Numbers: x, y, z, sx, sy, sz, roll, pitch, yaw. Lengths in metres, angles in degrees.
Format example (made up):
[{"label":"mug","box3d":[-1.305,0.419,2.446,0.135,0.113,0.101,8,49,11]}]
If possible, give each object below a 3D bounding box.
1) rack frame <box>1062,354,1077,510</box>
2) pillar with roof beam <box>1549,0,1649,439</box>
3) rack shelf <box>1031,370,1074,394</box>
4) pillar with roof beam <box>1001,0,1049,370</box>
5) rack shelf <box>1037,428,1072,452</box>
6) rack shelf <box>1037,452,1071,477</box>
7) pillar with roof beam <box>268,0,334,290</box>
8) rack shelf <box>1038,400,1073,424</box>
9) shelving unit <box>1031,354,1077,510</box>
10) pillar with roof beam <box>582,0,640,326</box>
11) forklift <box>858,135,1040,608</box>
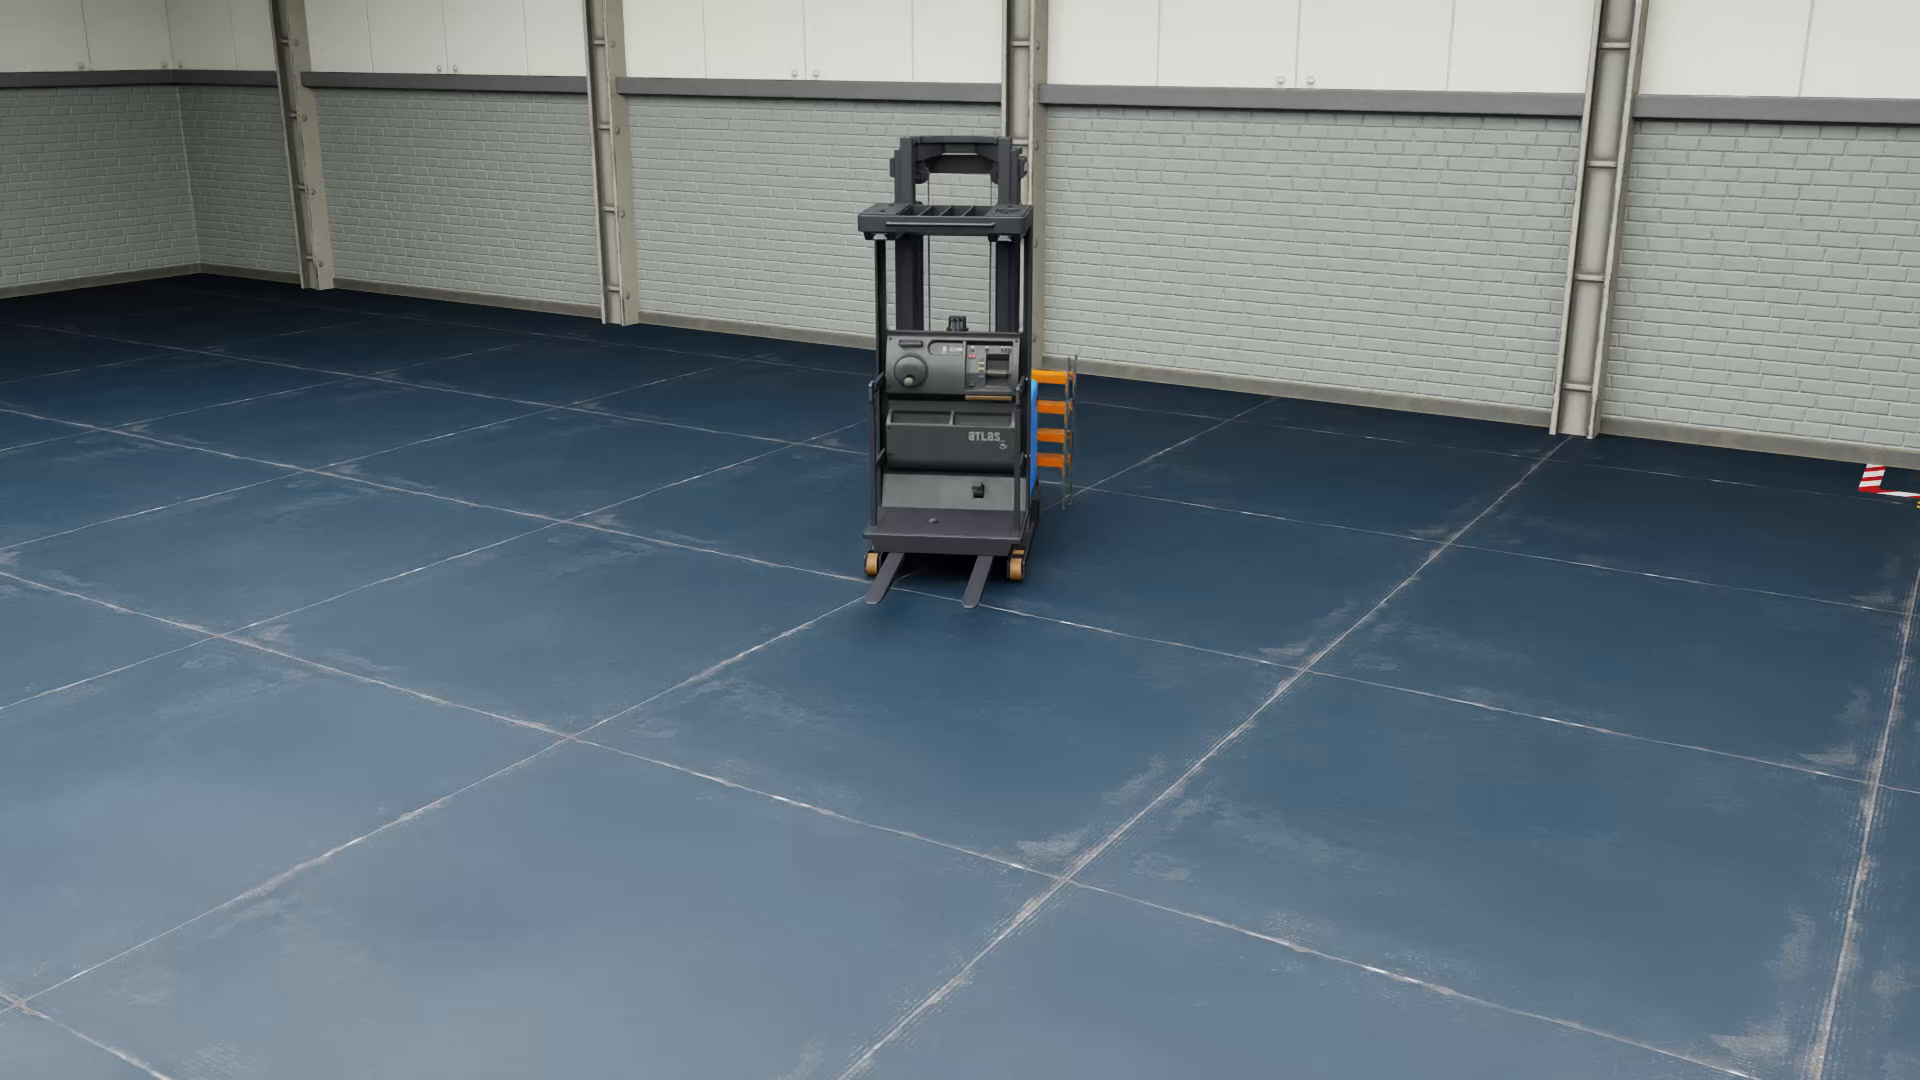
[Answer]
[{"label":"rack frame","box3d":[0.862,-0.849,13.081,0.015,1.200,0.240,6,14,18]},{"label":"pillar with roof beam","box3d":[3.549,-4.248,10.884,0.400,9.000,9.100,10,20,30]},{"label":"rack shelf","box3d":[0.640,-1.255,13.068,0.480,0.148,0.258,6,14,18]},{"label":"pillar with roof beam","box3d":[-1.563,-5.161,13.888,0.400,9.000,9.100,10,20,30]},{"label":"rack shelf","box3d":[0.629,-0.806,13.171,0.480,0.148,0.258,6,14,18]},{"label":"rack shelf","box3d":[0.624,-0.613,13.216,0.480,0.148,0.258,6,14,18]},{"label":"pillar with roof beam","box3d":[-11.789,-6.986,19.897,0.400,9.000,9.100,10,20,30]},{"label":"rack shelf","box3d":[0.635,-1.024,13.121,0.480,0.148,0.258,6,14,18]},{"label":"shelving unit","box3d":[0.631,-0.872,13.156,0.503,1.200,0.258,6,14,18]},{"label":"pillar with roof beam","box3d":[-6.676,-6.073,16.893,0.400,9.000,9.100,10,20,30]},{"label":"forklift","box3d":[-0.073,-1.222,11.361,1.130,2.935,3.031,2,17,6]}]
